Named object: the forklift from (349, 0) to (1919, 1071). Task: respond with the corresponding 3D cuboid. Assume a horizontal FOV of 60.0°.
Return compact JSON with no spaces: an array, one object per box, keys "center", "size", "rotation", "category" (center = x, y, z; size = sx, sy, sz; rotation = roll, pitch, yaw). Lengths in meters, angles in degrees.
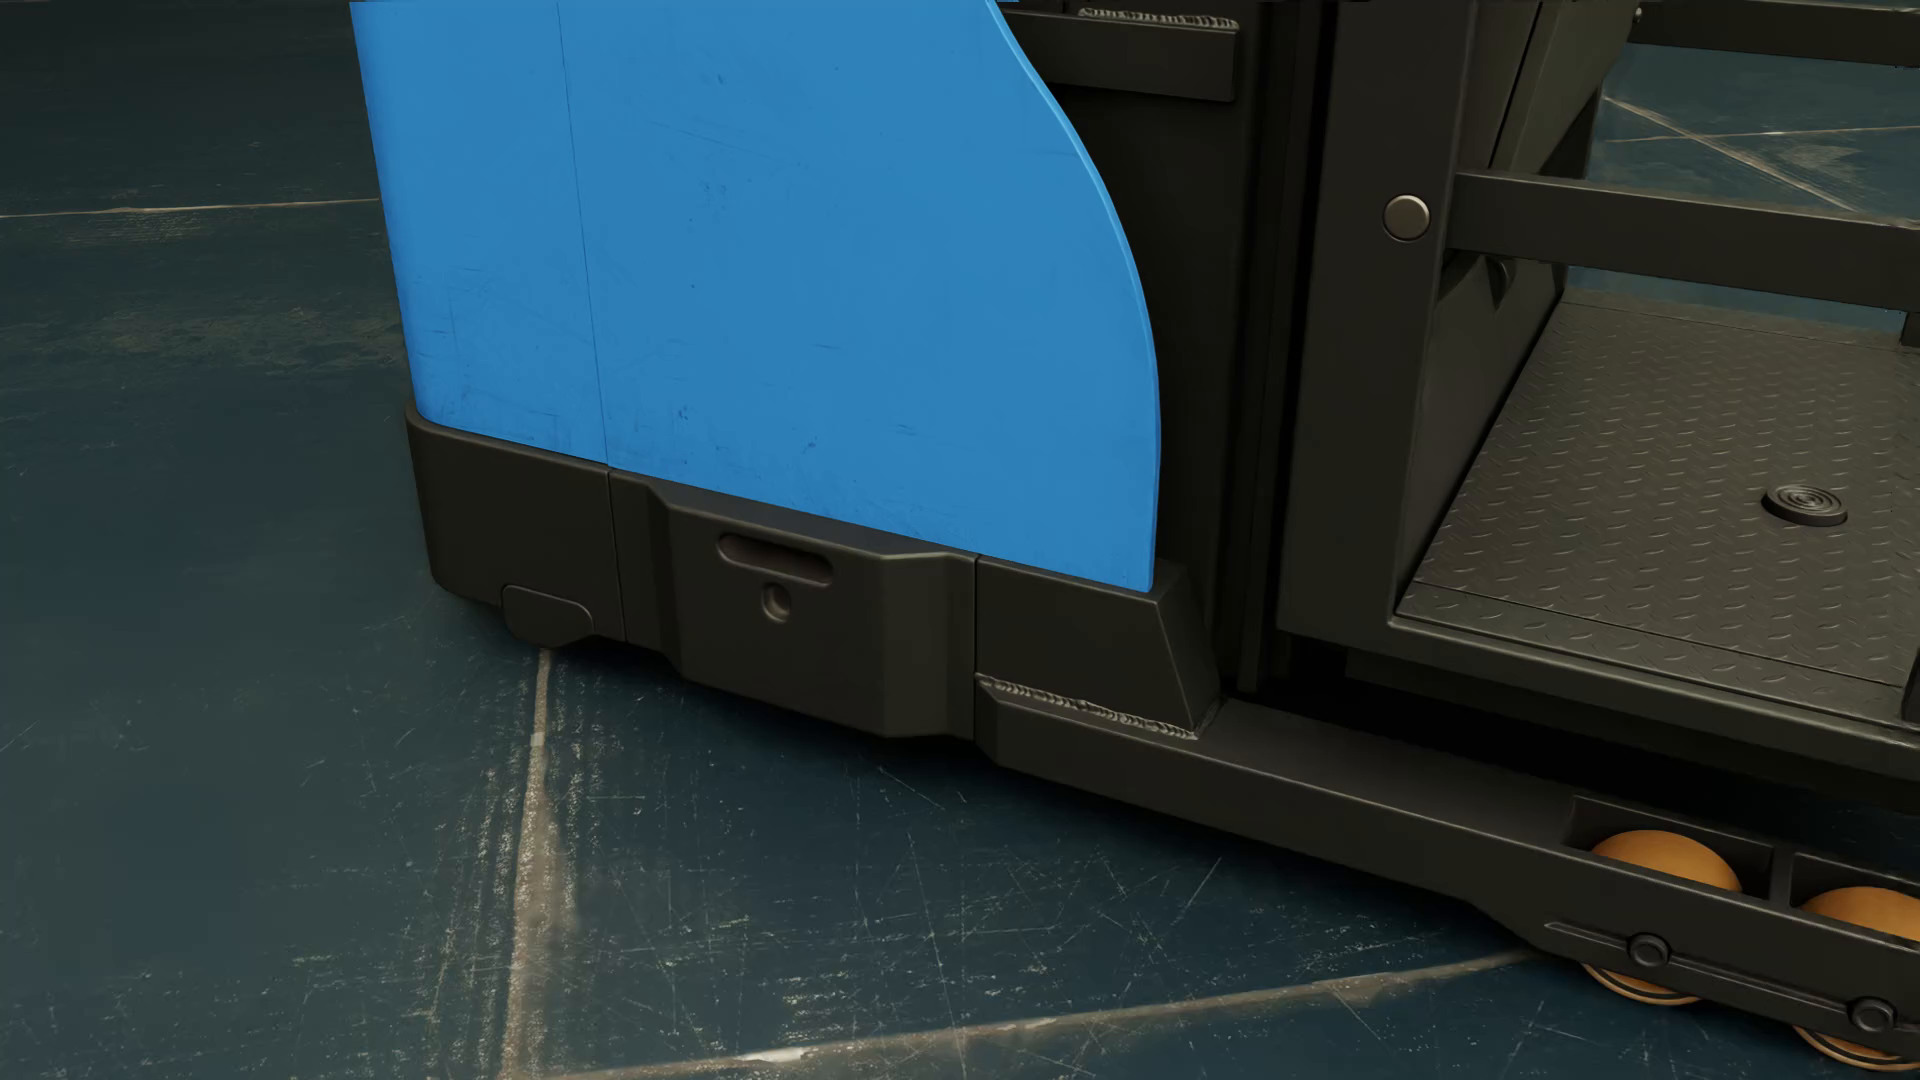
[{"center":[0.829,-1.083,1.414],"size":[3.031,2.935,1.130],"rotation":[13,31,23],"category":"forklift"}]
